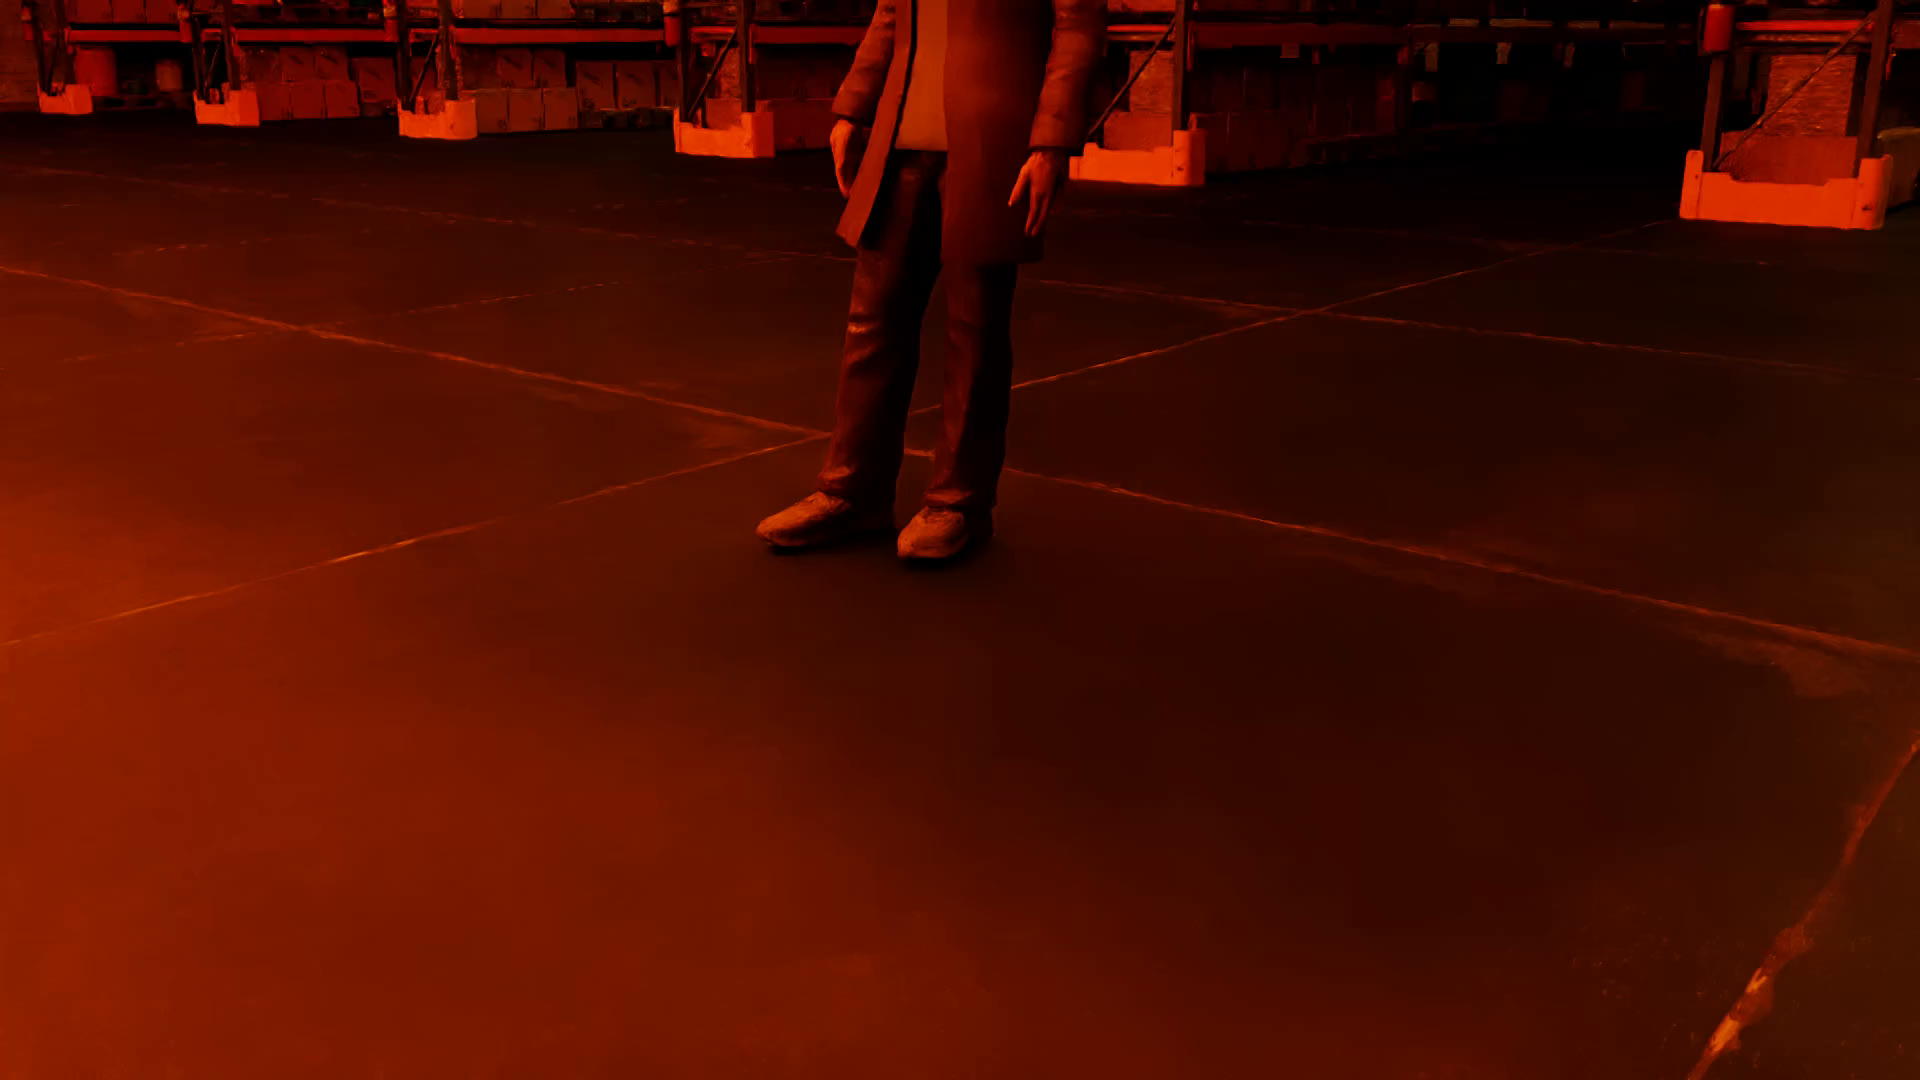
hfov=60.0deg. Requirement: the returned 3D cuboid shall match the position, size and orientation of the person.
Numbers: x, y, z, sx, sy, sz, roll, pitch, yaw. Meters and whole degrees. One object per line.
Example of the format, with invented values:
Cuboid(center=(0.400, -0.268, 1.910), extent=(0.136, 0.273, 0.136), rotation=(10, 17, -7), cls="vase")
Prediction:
Cuboid(center=(-0.062, -0.837, 3.617), extent=(0.694, 1.776, 0.580), rotation=(13, 21, 37), cls="person")
